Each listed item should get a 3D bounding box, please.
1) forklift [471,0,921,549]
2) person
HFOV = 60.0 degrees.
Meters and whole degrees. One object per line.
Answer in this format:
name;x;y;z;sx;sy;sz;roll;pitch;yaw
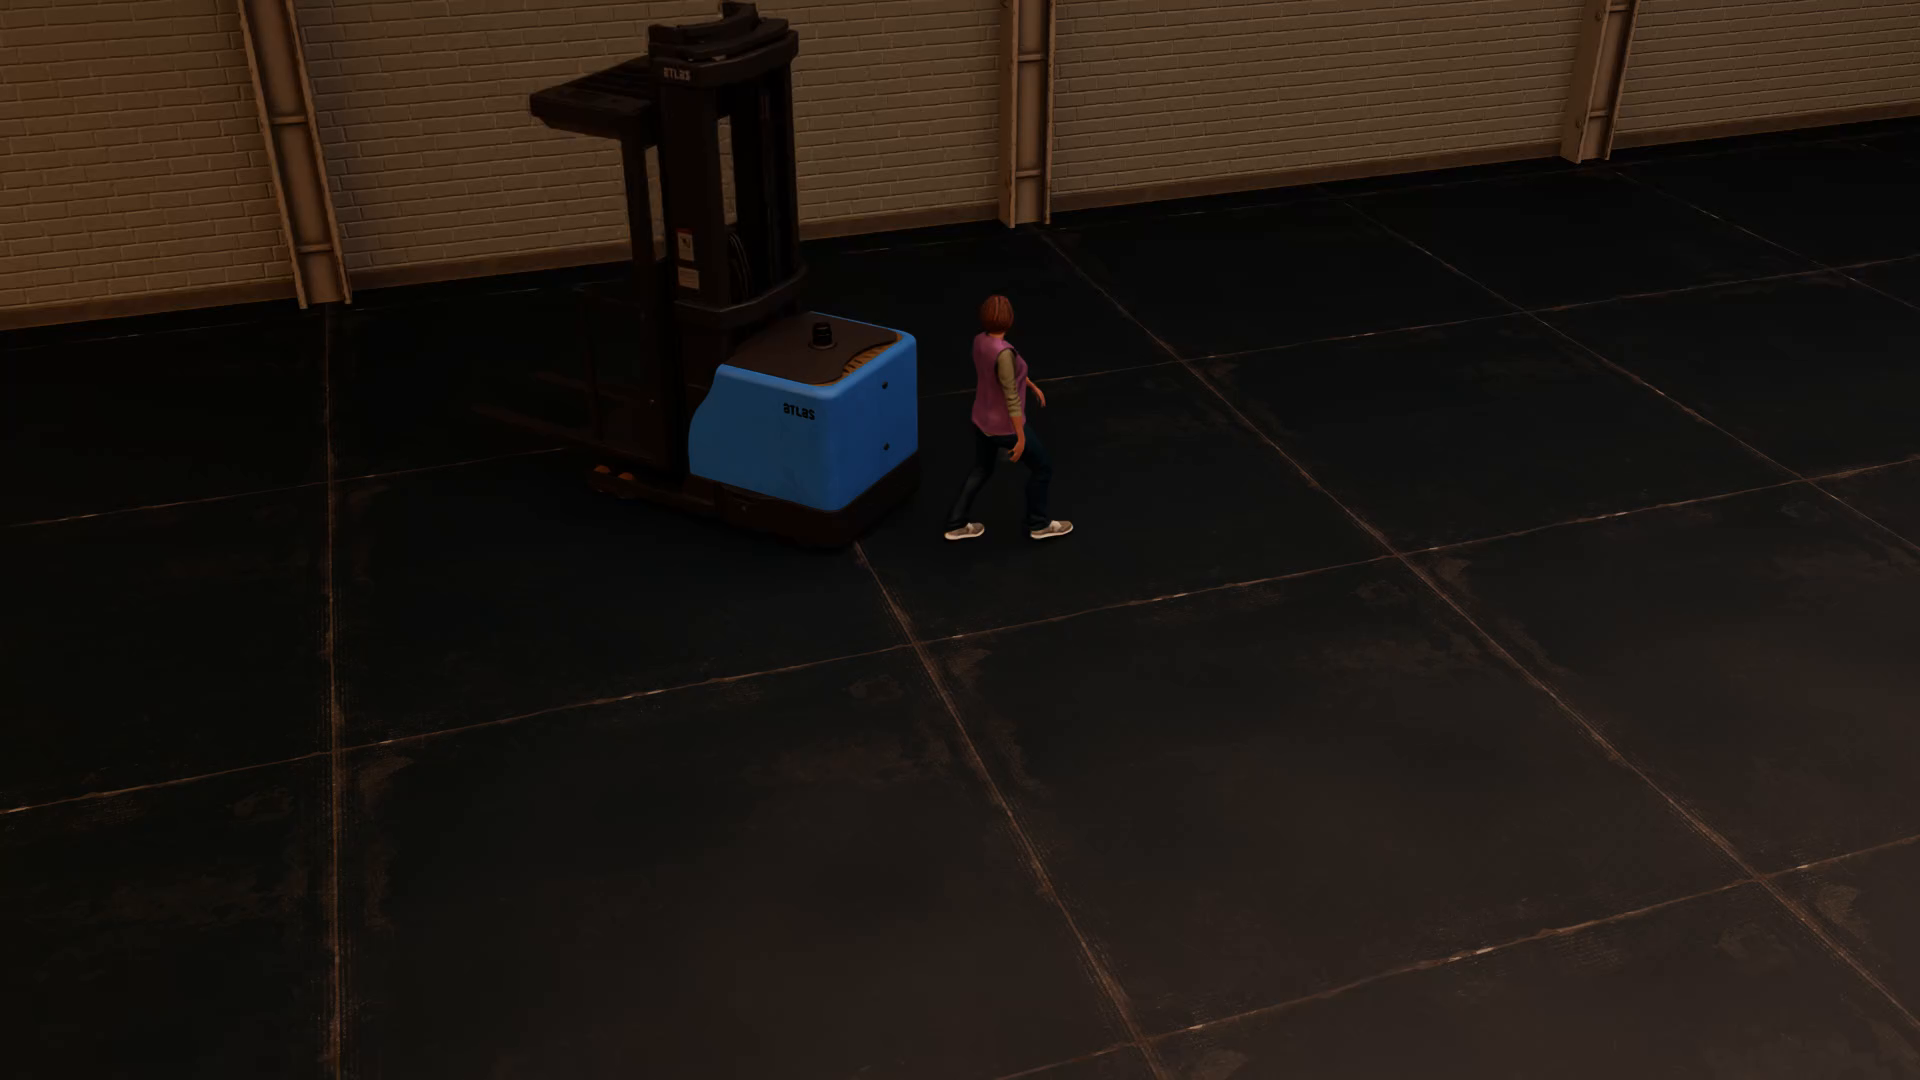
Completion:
forklift;-1.787;-1.738;10.108;3.031;2.935;1.130;16;33;25
person;0.287;-0.680;9.677;0.739;1.537;0.539;-17;34;-26
